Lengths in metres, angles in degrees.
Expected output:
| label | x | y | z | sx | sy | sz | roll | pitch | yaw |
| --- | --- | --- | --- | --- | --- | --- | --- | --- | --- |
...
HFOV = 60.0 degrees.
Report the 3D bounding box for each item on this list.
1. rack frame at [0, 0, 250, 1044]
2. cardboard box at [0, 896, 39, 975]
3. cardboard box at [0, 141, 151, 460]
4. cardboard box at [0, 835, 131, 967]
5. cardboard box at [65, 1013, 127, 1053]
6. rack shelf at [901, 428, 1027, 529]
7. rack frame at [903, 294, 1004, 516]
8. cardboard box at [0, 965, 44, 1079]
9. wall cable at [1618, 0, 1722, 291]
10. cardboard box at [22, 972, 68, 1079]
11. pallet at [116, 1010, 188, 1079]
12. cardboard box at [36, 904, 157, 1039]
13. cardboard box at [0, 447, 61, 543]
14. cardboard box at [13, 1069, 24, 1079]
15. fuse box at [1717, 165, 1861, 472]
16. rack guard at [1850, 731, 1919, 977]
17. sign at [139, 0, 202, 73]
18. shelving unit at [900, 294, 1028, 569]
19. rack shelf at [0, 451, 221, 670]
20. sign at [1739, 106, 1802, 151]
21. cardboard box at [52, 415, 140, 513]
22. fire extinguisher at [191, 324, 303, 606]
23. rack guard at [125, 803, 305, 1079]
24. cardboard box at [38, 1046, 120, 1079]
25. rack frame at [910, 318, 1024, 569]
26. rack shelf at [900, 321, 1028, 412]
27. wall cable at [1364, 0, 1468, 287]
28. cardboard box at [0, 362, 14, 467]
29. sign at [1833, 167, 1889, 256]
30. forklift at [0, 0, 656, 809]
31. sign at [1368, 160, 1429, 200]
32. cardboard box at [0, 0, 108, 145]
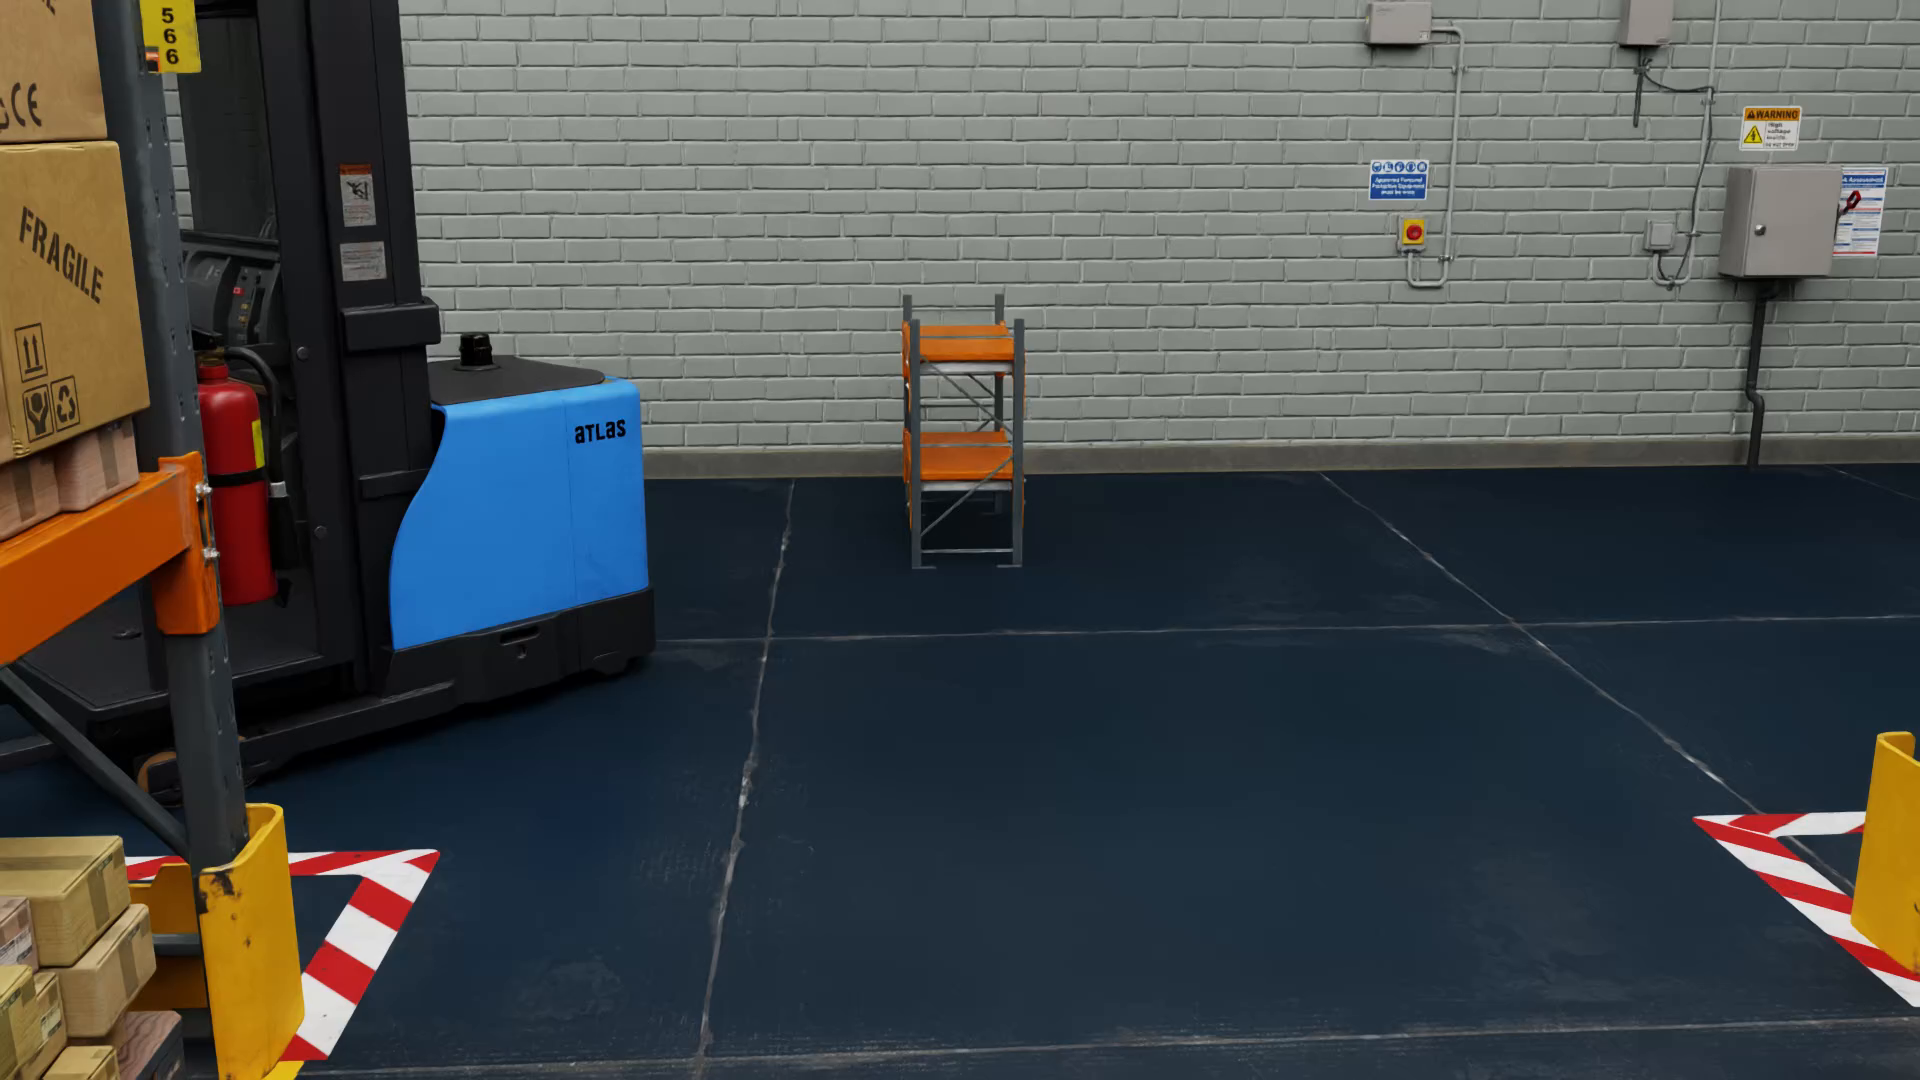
| label | x | y | z | sx | sy | sz | roll | pitch | yaw |
| --- | --- | --- | --- | --- | --- | --- | --- | --- | --- |
| rack frame | -2.078 | -0.346 | 3.353 | 1.000 | 3.000 | 0.127 | -1 | 14 | -3 |
| cardboard box | -1.834 | 0.734 | 2.839 | 0.380 | 0.149 | 0.250 | -1 | 14 | -2 |
| cardboard box | -1.793 | -0.431 | 2.885 | 0.500 | 0.500 | 0.500 | -1 | 14 | -2 |
| cardboard box | -1.792 | 0.670 | 3.085 | 0.380 | 0.149 | 0.250 | -1 | 14 | -3 |
| cardboard box | -1.837 | 0.959 | 3.160 | 0.380 | 0.149 | 0.250 | -1 | 14 | -2 |
| rack shelf | 0.000 | -0.310 | 7.954 | 0.538 | 0.278 | 1.000 | -1 | 14 | -3 |
| rack frame | -0.032 | -0.673 | 8.384 | 0.500 | 1.125 | 0.032 | -1 | 14 | -3 |
| cardboard box | -1.691 | 0.796 | 2.596 | 0.380 | 0.149 | 0.250 | -1 | 14 | -5 |
| wall cable | 3.899 | -2.367 | 9.167 | 0.588 | 1.984 | 0.122 | -1 | 14 | -3 |
| cardboard box | -1.798 | 0.879 | 2.870 | 0.380 | 0.149 | 0.250 | -1 | 14 | -5 |
| pallet | -2.058 | 1.225 | 2.840 | 1.003 | 0.211 | 1.213 | -1 | 14 | -3 |
| cardboard box | -1.760 | 0.814 | 3.126 | 0.380 | 0.149 | 0.250 | -1 | 14 | -5 |
| cardboard box | -1.797 | -0.086 | 2.844 | 0.380 | 0.149 | 0.250 | -1 | 14 | -4 |
| cardboard box | -1.726 | 0.943 | 2.624 | 0.380 | 0.149 | 0.250 | -1 | 15 | -6 |
| fuse box | 4.590 | -1.222 | 9.342 | 0.539 | 1.711 | 0.414 | -1 | 14 | -3 |
| rack guard | 2.855 | 0.757 | 4.082 | 1.175 | 0.500 | 0.348 | -1 | 14 | -3 |
| sign | -1.522 | -1.064 | 3.183 | 0.100 | 0.325 | 0.005 | -1 | 14 | -3 |
| shelving unit | 0.000 | -0.546 | 7.893 | 0.538 | 1.125 | 1.048 | -1 | 14 | -3 |
| rack shelf | -1.954 | 0.499 | 1.510 | 1.077 | 0.370 | 4.000 | -1 | 14 | -3 |
| sign | 4.522 | -2.297 | 9.276 | 0.339 | 0.242 | 0.001 | -1 | 14 | -3 |
| cardboard box | -1.775 | -0.148 | 3.086 | 0.380 | 0.149 | 0.250 | -1 | 14 | -3 |
| fire extinguisher | -1.632 | -0.198 | 3.680 | 0.296 | 0.674 | 0.183 | -1 | 14 | -3 |
| rack guard | -2.073 | 0.883 | 3.591 | 1.175 | 0.500 | 0.348 | -1 | 14 | -3 |
| cardboard box | -1.720 | 1.021 | 2.917 | 0.380 | 0.149 | 0.250 | 0 | 14 | -2 |
| rack frame | 0.031 | -0.420 | 7.401 | 0.500 | 1.125 | 0.032 | -1 | 14 | -3 |
| rack shelf | 0.000 | -0.830 | 7.820 | 0.538 | 0.278 | 1.000 | -1 | 14 | -3 |
| wall cable | 2.484 | -2.357 | 9.066 | 0.585 | 1.953 | 0.123 | -1 | 14 | -3 |
| cardboard box | -1.766 | -0.303 | 2.387 | 0.500 | 0.500 | 0.500 | -1 | 14 | -4 |
| sign | 5.070 | -1.859 | 9.423 | 0.329 | 0.494 | 0.001 | -1 | 14 | -3 |
| forklift | -2.514 | -0.767 | 5.124 | 1.130 | 2.935 | 3.031 | 13 | 20 | 42 |
| sign | 2.432 | -1.995 | 9.219 | 0.327 | 0.218 | 0.001 | -1 | 14 | -3 |
| cardboard box | -1.801 | -0.913 | 2.752 | 0.500 | 0.500 | 0.500 | -1 | 14 | -5 |
